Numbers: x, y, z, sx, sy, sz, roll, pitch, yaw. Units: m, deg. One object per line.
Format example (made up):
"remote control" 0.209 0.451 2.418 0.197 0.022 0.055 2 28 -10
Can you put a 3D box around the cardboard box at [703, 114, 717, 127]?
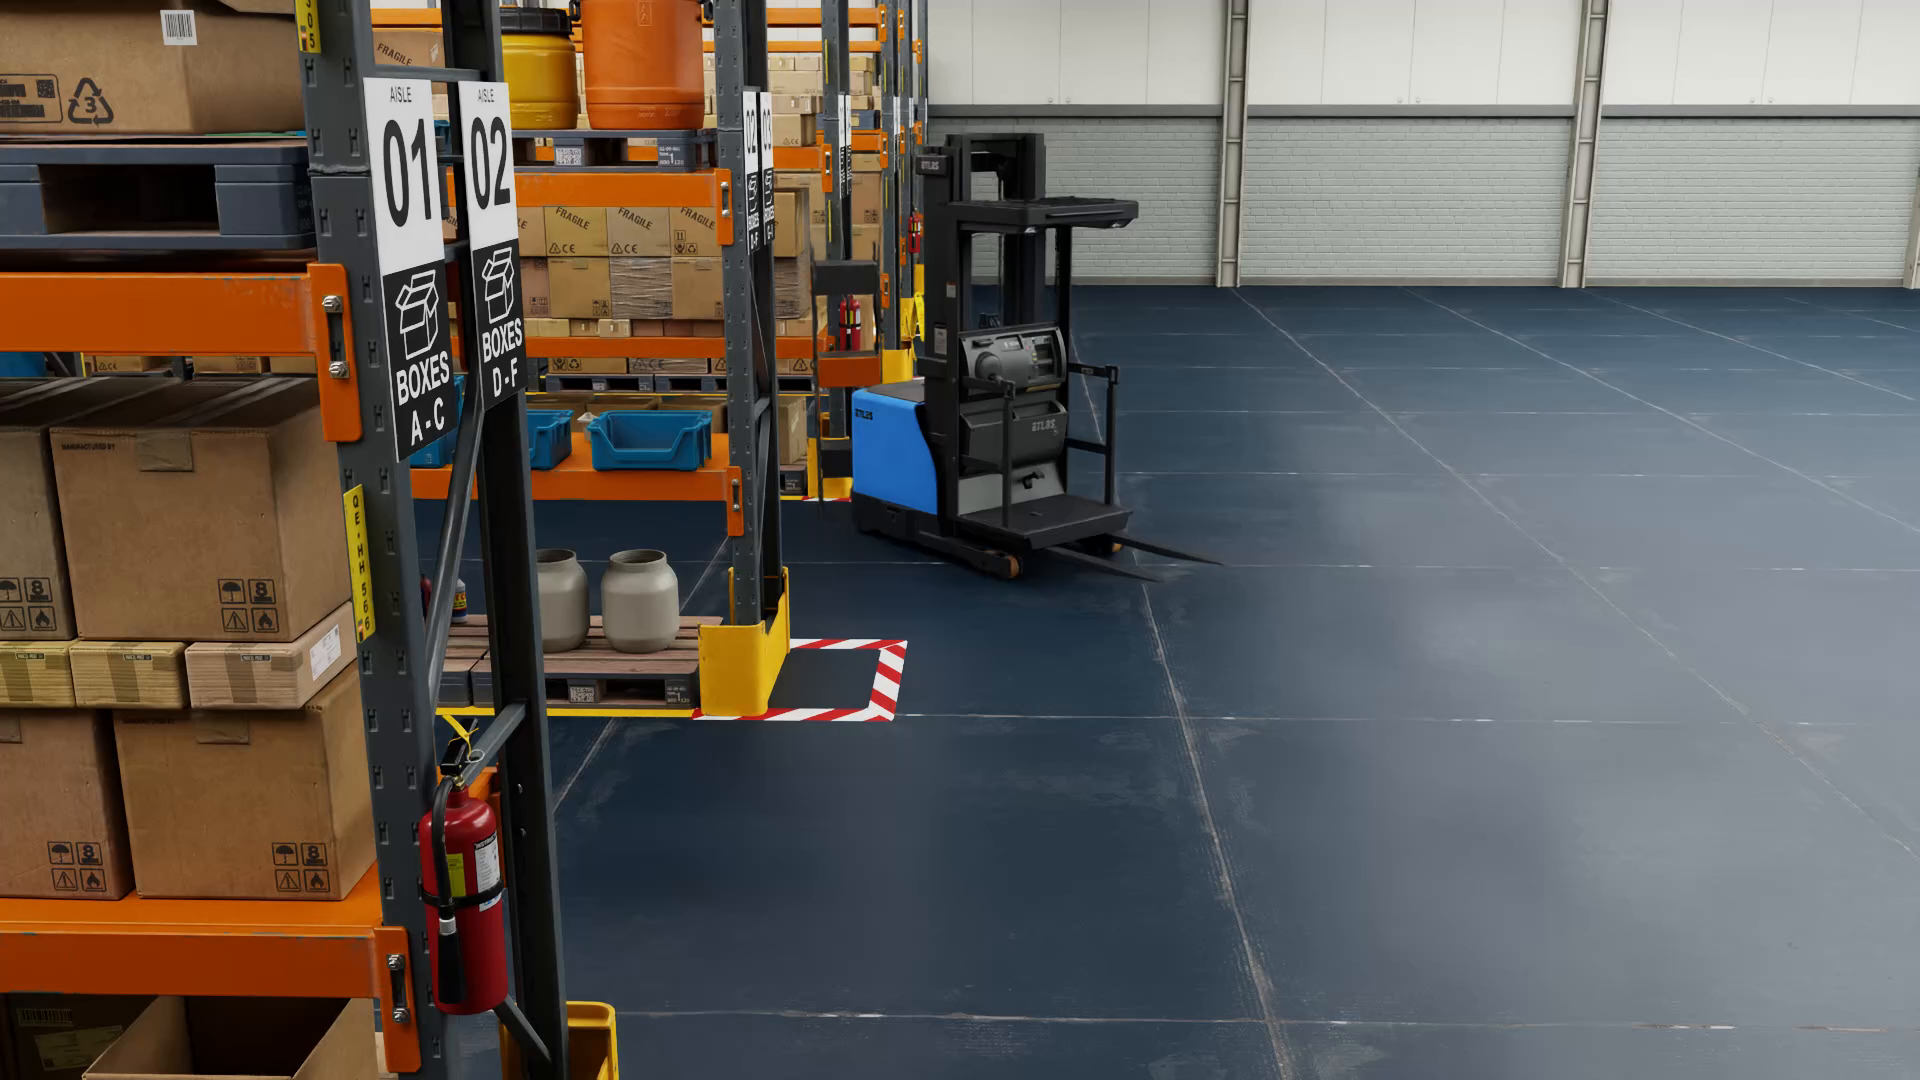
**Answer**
"cardboard box" -1.977 -3.259 13.225 0.500 0.250 0.500 0 15 2

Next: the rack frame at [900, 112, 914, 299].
"rack frame" -0.737 -4.467 23.391 0.127 3.000 1.000 0 15 1

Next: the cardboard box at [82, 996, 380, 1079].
"cardboard box" -1.790 1.423 4.164 0.500 0.500 0.500 0 15 1

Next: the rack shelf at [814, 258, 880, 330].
"rack shelf" -0.873 -1.891 12.677 0.480 0.518 0.431 -3 14 -7

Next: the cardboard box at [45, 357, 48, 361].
"cardboard box" -10.472 -2.192 18.844 0.500 0.500 0.500 0 15 -1

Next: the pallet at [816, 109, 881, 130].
"pallet" -1.504 -4.614 18.241 1.213 0.211 1.003 0 15 1

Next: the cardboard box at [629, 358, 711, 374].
"cardboard box" -3.233 -2.379 18.819 0.875 0.875 0.875 0 15 2

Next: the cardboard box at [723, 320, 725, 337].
"cardboard box" -1.781 -1.758 13.615 0.250 0.149 0.380 0 15 1

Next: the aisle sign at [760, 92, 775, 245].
"aisle sign" -1.037 -2.008 8.975 0.004 0.787 0.394 0 15 1

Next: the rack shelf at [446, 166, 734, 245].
"rack shelf" -3.116 -1.792 8.783 4.000 0.370 1.077 0 15 1

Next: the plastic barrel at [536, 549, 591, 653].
"plastic barrel" -2.277 0.335 9.243 0.421 0.512 0.421 0 15 0

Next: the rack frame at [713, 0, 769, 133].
"rack frame" -1.116 -3.577 8.260 0.127 3.000 1.000 0 15 1

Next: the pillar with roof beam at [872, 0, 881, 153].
"pillar with roof beam" -1.397 -7.770 24.151 0.400 9.000 9.100 0 15 1

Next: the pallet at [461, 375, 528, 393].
"pallet" -5.534 -1.868 19.005 1.213 0.211 1.003 0 15 1

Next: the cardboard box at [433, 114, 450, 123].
"cardboard box" -4.016 -3.273 13.281 0.500 0.250 0.500 0 15 1

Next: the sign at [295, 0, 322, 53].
"sign" -1.274 -1.115 3.227 0.005 0.325 0.100 0 15 1

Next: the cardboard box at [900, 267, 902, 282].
"cardboard box" -1.091 -4.529 28.193 0.500 0.250 0.500 0 15 2

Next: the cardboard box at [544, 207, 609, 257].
"cardboard box" -3.045 -2.567 13.451 0.500 0.500 0.500 0 15 1

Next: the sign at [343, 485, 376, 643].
"sign" -1.274 0.050 3.535 0.005 0.325 0.100 0 15 1

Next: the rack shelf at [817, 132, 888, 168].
"rack shelf" -2.761 -4.320 18.363 4.000 0.370 1.077 0 15 1

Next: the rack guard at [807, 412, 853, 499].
"rack guard" -1.066 -0.732 14.133 0.348 0.500 1.175 0 15 1

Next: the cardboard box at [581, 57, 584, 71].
"cardboard box" -3.897 -5.104 17.835 0.250 0.149 0.380 0 15 1

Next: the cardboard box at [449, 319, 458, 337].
"cardboard box" -4.031 -1.768 13.652 0.250 0.149 0.380 0 15 1

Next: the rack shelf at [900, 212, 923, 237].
"rack shelf" -2.613 -5.398 28.331 4.000 0.370 1.077 0 15 1

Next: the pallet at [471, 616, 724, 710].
"pallet" -2.006 0.676 9.362 1.213 0.211 1.003 0 15 1

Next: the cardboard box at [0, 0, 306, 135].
"cardboard box" -1.821 -1.189 3.788 0.637 0.503 0.797 1 15 5

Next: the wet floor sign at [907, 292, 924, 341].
"wet floor sign" -0.574 -3.055 22.653 0.232 0.644 0.267 6 16 21

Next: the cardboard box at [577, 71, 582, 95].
"cardboard box" -4.279 -4.929 17.953 0.500 0.250 0.500 0 15 2

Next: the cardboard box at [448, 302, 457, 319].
"cardboard box" -4.041 -2.127 13.743 0.500 0.500 0.875 0 15 1

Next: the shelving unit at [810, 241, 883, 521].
"shelving unit" -0.864 -1.225 12.844 0.503 2.100 0.431 -3 14 -7

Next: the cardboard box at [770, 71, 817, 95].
"cardboard box" -1.759 -4.913 17.892 0.500 0.250 0.500 0 15 2

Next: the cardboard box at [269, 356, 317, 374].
"cardboard box" -7.279 -2.340 18.915 0.750 0.750 1.050 1 15 2

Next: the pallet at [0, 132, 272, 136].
"pallet" -4.391 -2.082 8.842 1.003 0.211 1.213 0 15 1

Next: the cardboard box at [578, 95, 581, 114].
"cardboard box" -3.109 -3.464 13.222 0.250 0.149 0.380 1 15 3

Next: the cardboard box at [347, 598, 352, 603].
"cardboard box" -1.633 0.167 4.359 0.250 0.149 0.380 0 15 1

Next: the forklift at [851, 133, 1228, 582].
"forklift" 0.518 -1.290 11.486 1.130 2.935 3.031 -12 19 -39

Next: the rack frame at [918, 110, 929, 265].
"rack frame" -0.614 -5.733 28.189 0.127 3.000 1.000 0 15 1

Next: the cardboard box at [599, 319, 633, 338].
"cardboard box" -2.782 -1.751 13.587 0.250 0.149 0.380 0 15 1

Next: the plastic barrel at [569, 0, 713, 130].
"plastic barrel" -1.605 -2.509 8.423 0.708 0.830 0.600 0 15 1

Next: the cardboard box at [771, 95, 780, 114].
"cardboard box" -1.533 -3.464 13.223 0.250 0.149 0.380 0 15 0

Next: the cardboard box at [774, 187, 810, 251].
"cardboard box" -1.533 -2.689 13.911 0.500 0.500 0.500 0 15 1

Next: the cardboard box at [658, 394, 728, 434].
"cardboard box" -2.212 -0.938 14.091 0.500 0.500 0.500 4 15 16

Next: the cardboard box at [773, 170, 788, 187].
"cardboard box" -2.241 -3.829 18.564 0.550 0.550 0.875 0 15 1

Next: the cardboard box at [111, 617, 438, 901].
"cardboard box" -1.713 0.532 4.248 0.500 0.500 0.700 0 15 1

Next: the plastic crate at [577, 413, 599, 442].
"plastic crate" -2.003 -0.637 9.392 0.250 0.136 0.298 0 15 1

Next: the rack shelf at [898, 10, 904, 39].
"rack shelf" -2.736 -7.031 22.768 4.000 0.370 1.077 0 15 1

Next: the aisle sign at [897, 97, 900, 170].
"aisle sign" -0.684 -4.537 18.561 0.004 0.787 0.394 0 15 1

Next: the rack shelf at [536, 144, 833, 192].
"rack shelf" -2.989 -3.055 13.571 4.000 0.370 1.077 0 15 1

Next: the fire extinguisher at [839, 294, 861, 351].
"fire extinguisher" -0.887 -1.784 13.374 0.183 0.674 0.296 0 15 1

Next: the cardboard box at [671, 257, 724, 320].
"cardboard box" -2.042 -2.115 13.698 0.500 0.500 0.875 0 15 1

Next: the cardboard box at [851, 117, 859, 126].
"cardboard box" -1.350 -5.720 22.754 0.250 0.149 0.380 0 15 2

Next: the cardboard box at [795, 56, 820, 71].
"cardboard box" -1.613 -5.089 17.780 0.250 0.149 0.380 1 15 2

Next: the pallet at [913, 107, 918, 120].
"pallet" -1.320 -7.152 27.861 1.213 0.211 1.003 0 15 1

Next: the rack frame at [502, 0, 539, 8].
"rack frame" -4.761 -6.131 17.938 0.127 3.000 1.000 0 15 1

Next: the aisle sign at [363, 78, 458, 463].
"aisle sign" -1.188 -0.595 3.620 0.004 0.787 0.394 0 15 1
